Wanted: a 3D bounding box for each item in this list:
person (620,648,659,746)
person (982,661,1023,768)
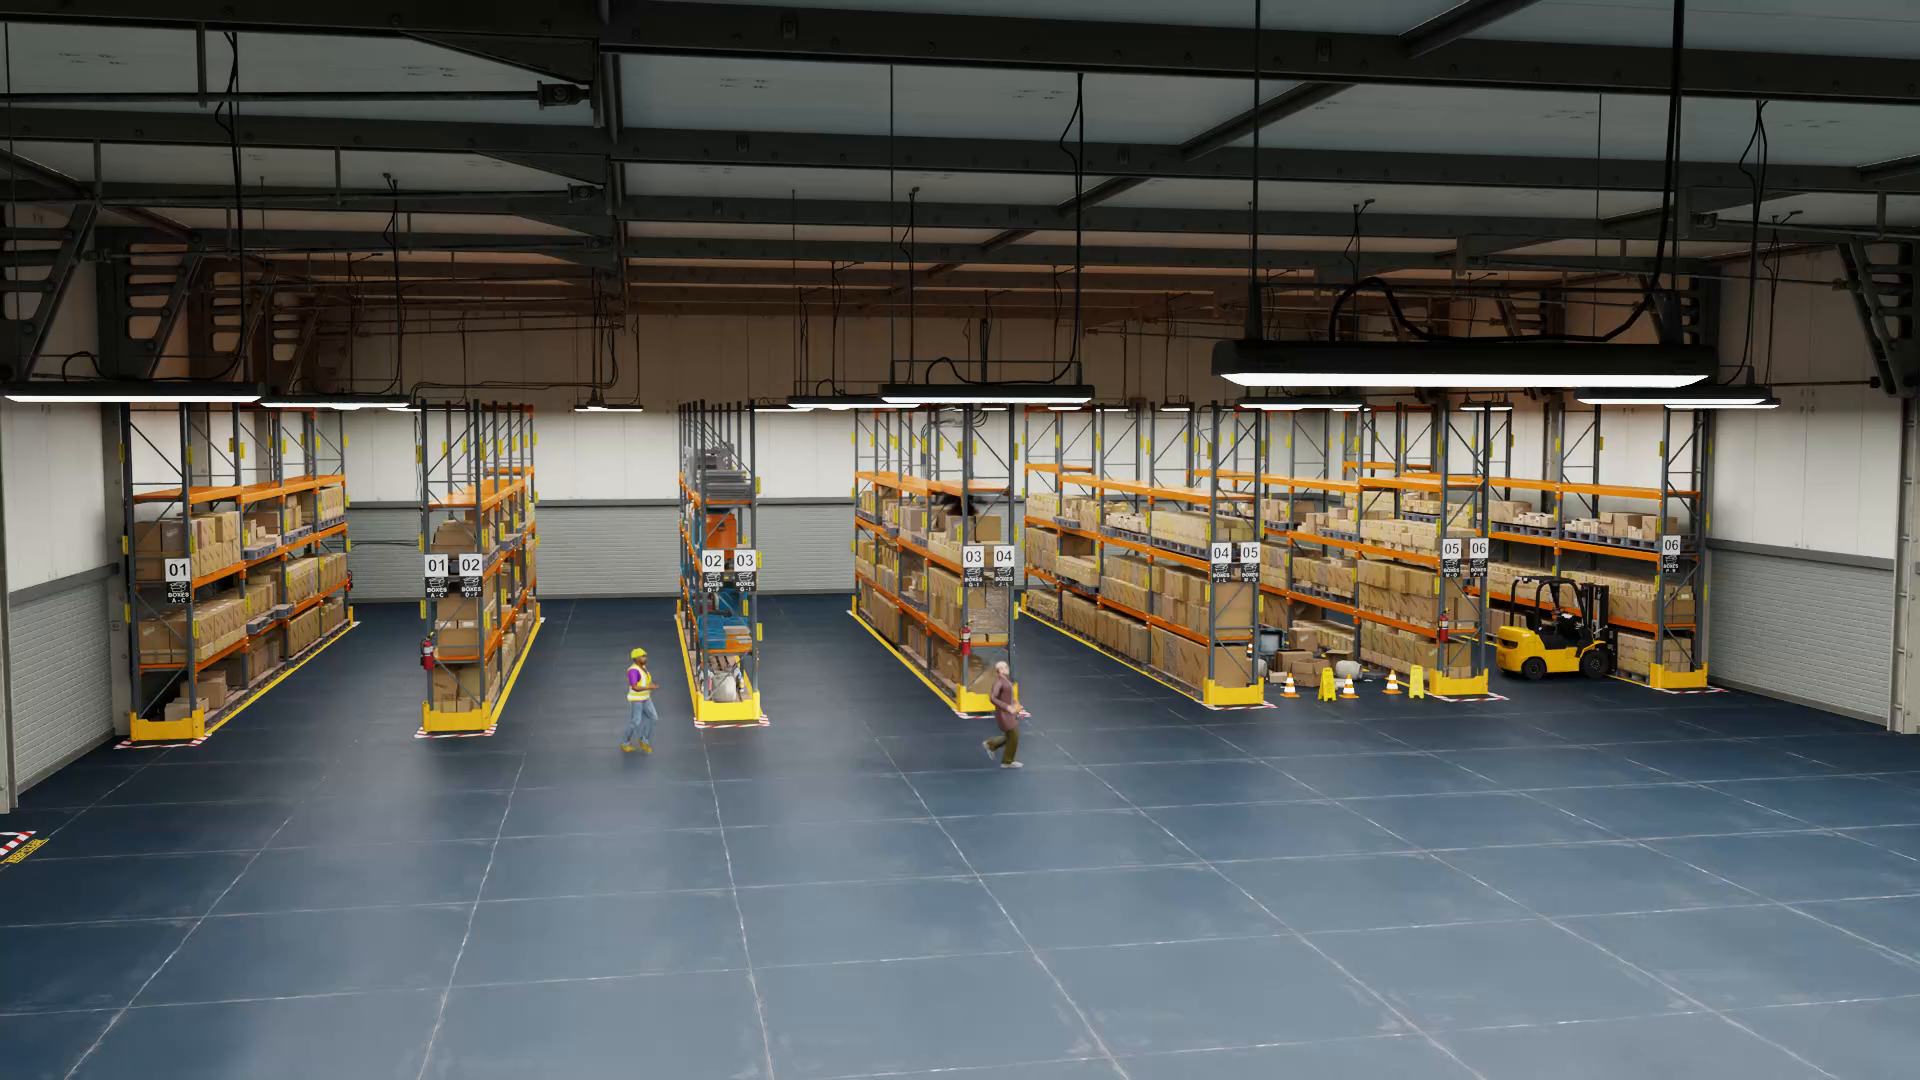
[{"bbox_3d":[-5.387,2.649,28.021,0.742,1.656,0.693,1,4,14],"label":"person"},{"bbox_3d":[0.687,2.953,26.943,0.694,1.470,0.672,1,4,16],"label":"person"}]
